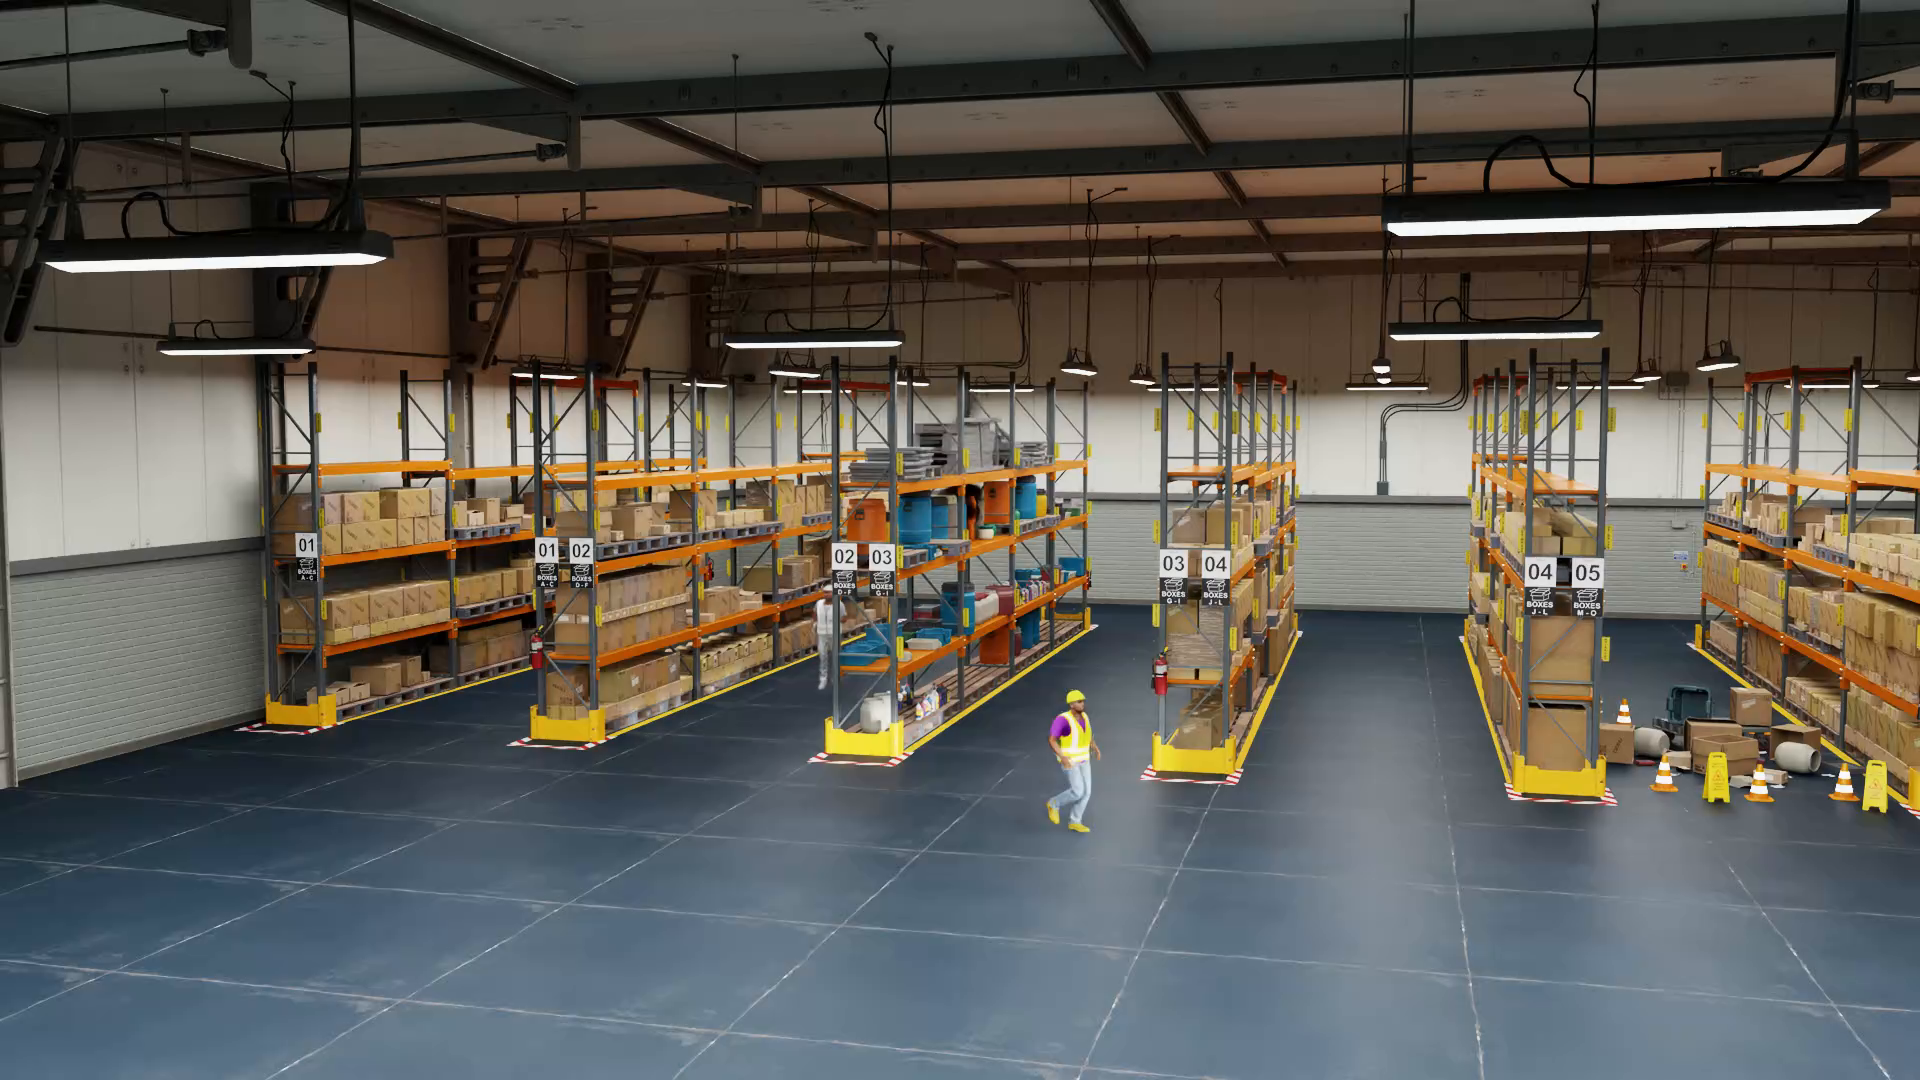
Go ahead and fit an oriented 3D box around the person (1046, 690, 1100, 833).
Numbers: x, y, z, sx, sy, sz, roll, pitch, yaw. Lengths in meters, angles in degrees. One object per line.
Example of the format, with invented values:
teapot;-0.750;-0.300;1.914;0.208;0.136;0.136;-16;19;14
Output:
person;1.376;2.703;20.461;0.578;1.738;0.720;4;6;43

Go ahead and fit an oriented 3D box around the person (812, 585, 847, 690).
person;-2.345;1.718;29.735;0.667;1.834;0.775;0;4;7
